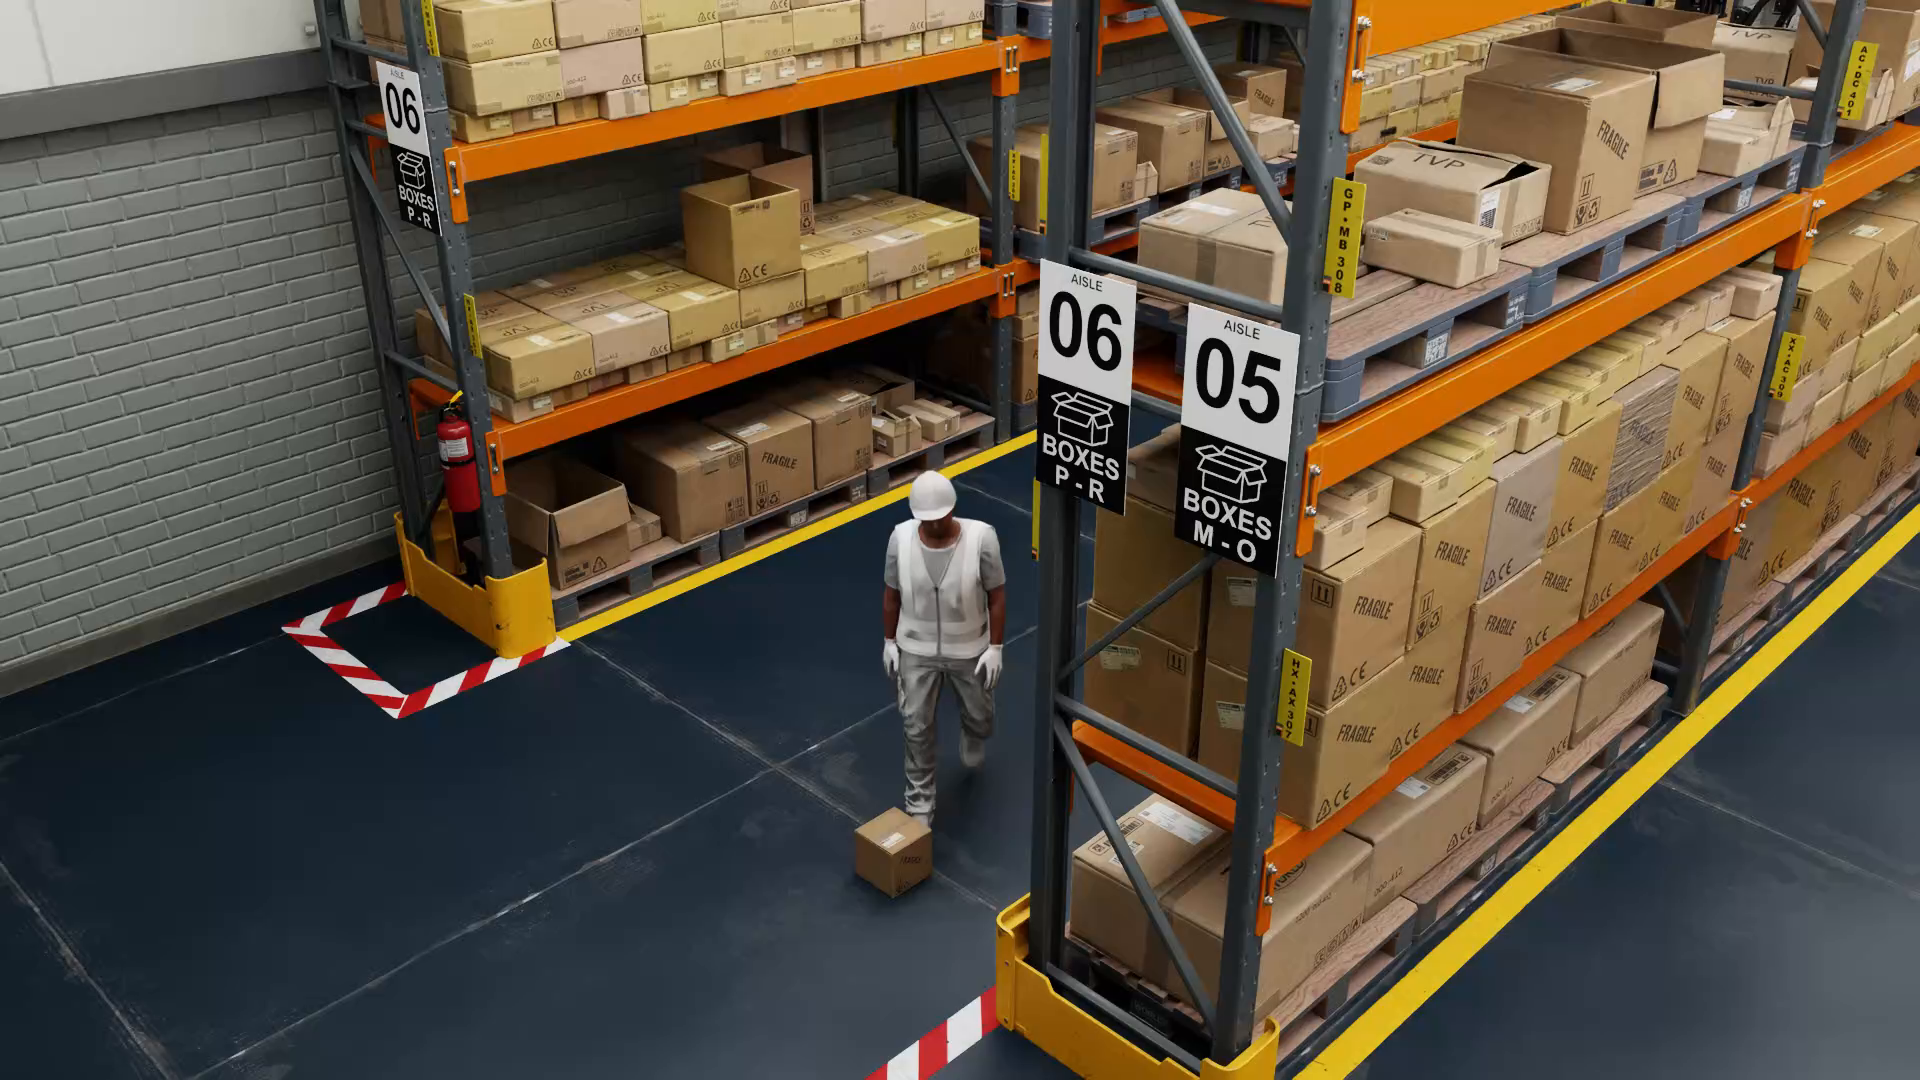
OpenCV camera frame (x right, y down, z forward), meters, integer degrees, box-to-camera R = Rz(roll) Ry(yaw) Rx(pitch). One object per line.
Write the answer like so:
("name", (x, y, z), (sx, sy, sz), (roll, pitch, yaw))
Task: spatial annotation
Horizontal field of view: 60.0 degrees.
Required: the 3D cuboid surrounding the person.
("person", (-0.073, 0.488, 7.662), (0.575, 1.770, 0.807), (2, 28, 4))
